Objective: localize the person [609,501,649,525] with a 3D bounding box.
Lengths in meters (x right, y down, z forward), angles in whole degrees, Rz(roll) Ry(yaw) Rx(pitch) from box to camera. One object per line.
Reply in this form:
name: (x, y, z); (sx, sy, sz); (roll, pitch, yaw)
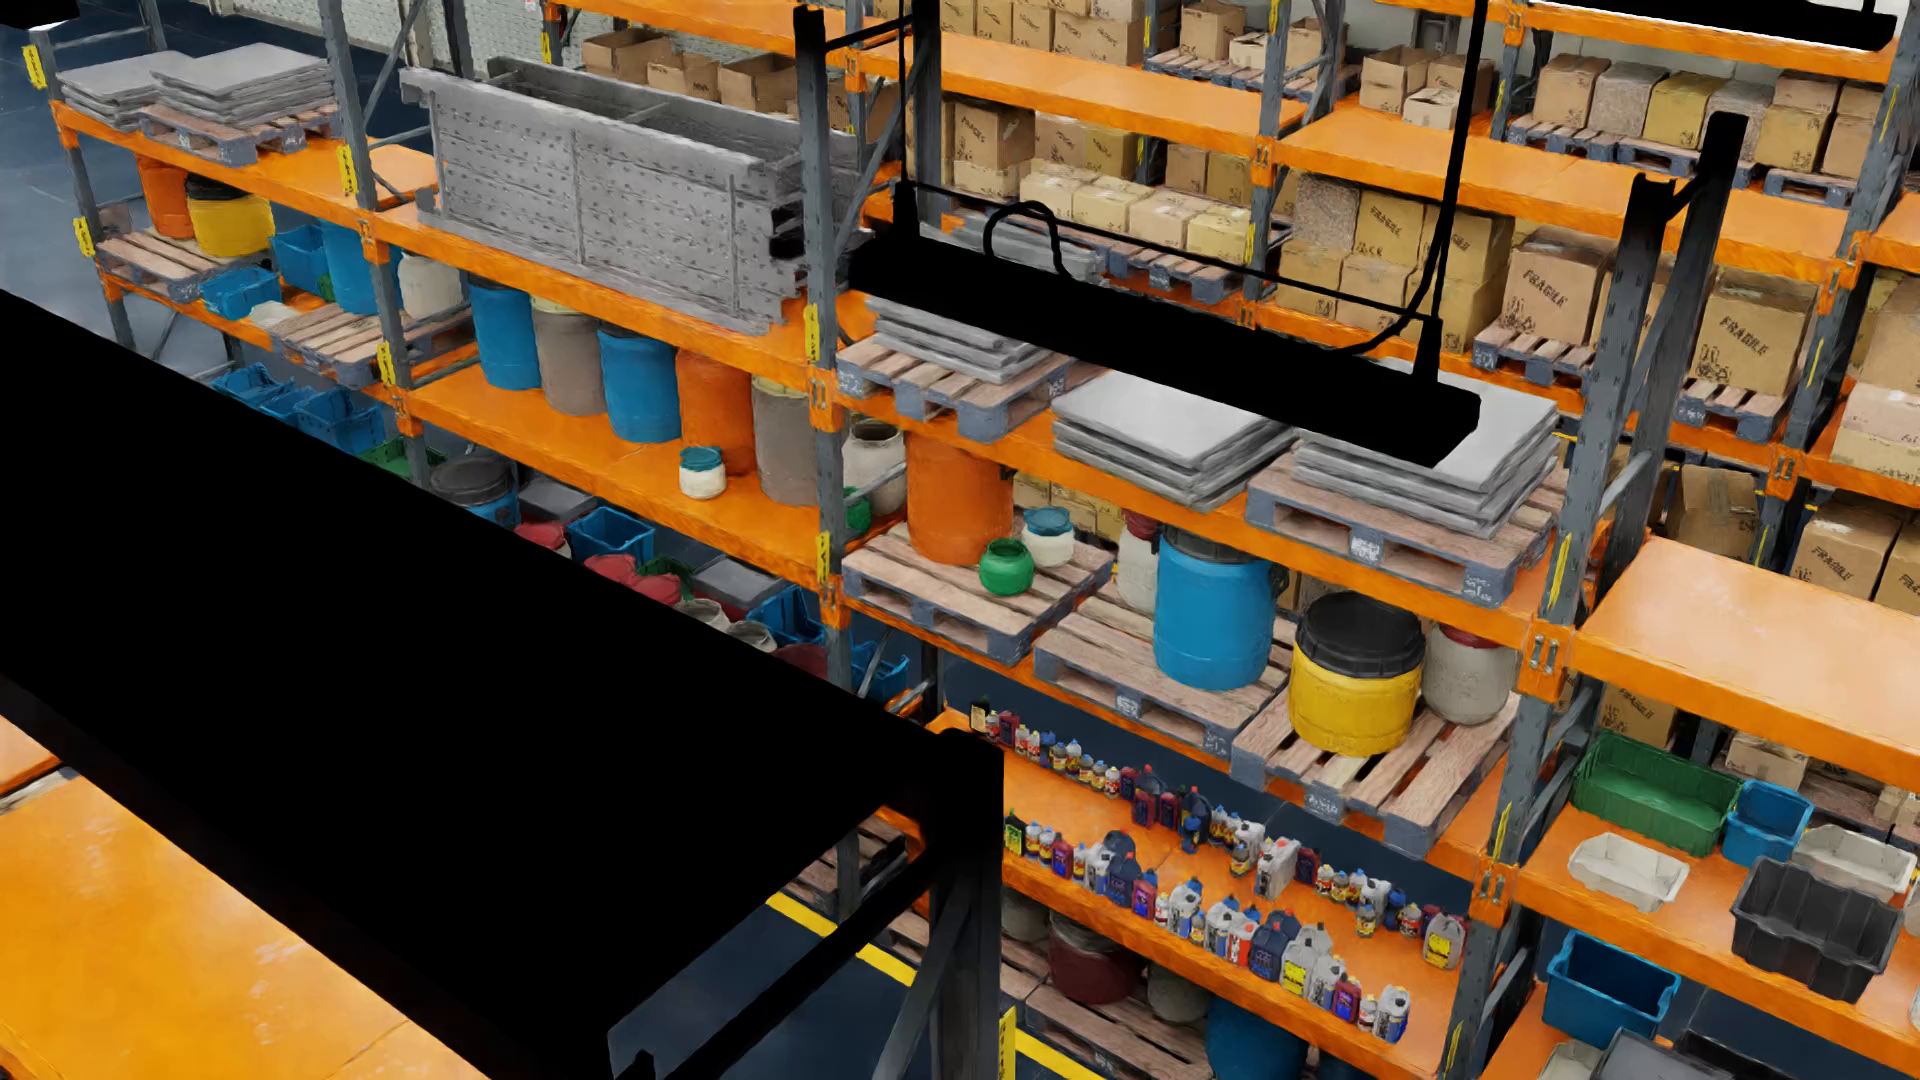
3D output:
person: (-2.828, -0.406, 14.333); (0.545, 1.652, 0.574); (-14, 34, -22)
